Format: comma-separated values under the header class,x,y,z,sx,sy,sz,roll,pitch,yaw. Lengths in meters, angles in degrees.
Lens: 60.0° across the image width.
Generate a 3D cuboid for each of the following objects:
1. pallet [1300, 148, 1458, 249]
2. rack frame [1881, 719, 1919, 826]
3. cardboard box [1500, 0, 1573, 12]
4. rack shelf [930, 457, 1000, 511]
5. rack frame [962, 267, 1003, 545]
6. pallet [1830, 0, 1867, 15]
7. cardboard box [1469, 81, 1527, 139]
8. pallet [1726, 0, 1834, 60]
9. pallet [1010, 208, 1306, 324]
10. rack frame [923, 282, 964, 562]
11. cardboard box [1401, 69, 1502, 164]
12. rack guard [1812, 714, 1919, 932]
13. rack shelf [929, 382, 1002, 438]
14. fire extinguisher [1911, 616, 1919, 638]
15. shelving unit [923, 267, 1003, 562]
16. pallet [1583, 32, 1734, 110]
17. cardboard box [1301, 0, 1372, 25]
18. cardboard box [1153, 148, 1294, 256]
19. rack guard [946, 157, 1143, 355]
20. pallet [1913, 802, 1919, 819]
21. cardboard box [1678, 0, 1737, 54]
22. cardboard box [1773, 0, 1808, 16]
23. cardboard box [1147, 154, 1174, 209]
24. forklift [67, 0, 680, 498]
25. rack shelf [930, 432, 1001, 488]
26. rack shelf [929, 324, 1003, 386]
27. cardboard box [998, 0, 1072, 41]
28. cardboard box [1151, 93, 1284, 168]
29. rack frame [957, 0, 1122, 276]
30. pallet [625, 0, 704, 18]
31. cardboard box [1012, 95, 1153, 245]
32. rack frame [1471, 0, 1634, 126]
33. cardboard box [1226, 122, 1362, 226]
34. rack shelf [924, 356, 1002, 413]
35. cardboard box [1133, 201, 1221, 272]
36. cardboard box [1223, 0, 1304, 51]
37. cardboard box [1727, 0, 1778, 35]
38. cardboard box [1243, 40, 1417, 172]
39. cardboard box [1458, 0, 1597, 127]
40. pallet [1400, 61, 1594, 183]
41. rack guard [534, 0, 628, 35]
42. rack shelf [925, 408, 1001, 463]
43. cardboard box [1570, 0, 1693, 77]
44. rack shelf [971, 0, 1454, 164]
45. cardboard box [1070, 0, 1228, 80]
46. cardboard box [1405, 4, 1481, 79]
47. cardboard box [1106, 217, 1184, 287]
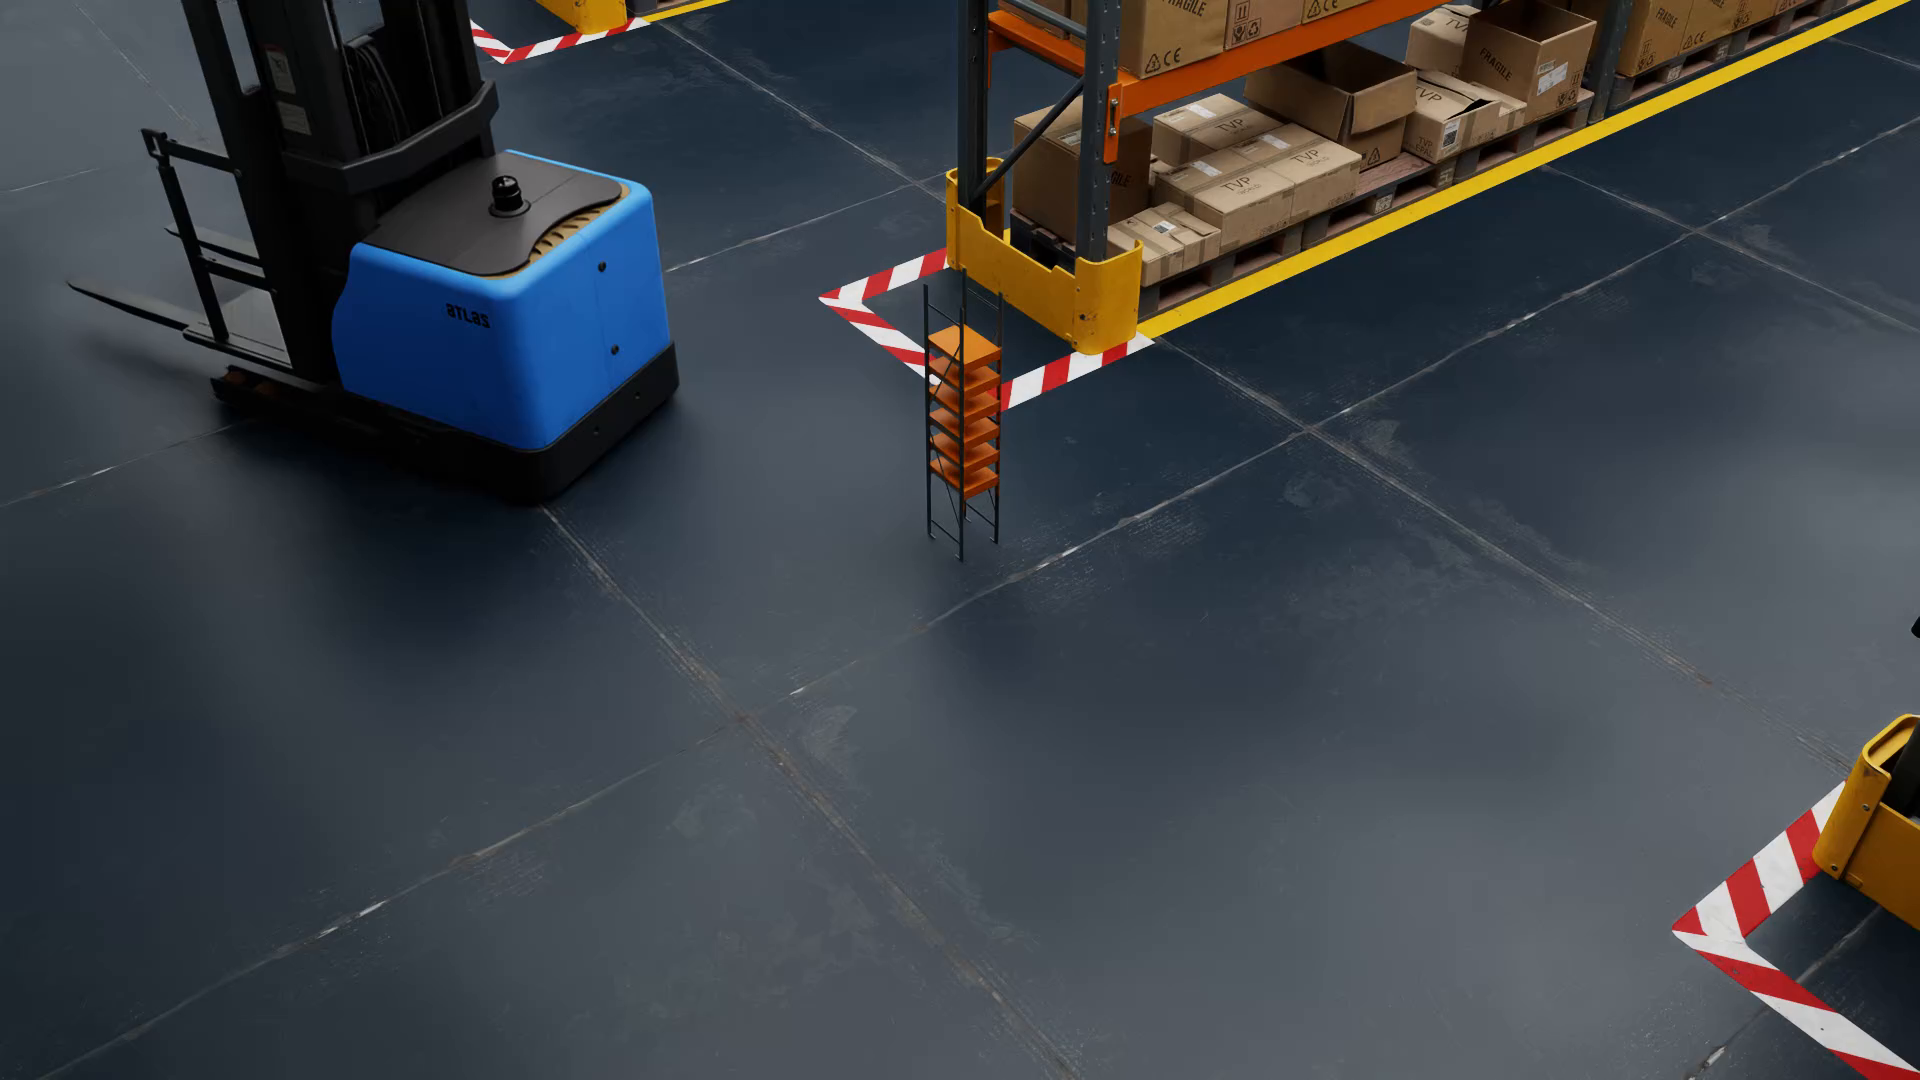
class,x,y,z,sx,sy,sz,roll,pitch,yaw
pallet,1.995,-2.089,9.294,1.213,0.211,1.003,-26,46,-28
rack frame,3.358,0.129,4.391,0.127,3.000,1.000,-26,46,-28
cardboard box,3.724,-3.445,10.372,0.500,0.500,0.500,-26,46,-28
rack shelf,0.011,-0.250,6.720,0.180,0.103,0.258,-26,46,-28
rack frame,0.084,-0.505,6.583,0.006,1.200,0.240,-26,46,-28
pallet,6.064,-4.105,11.751,1.213,0.211,1.003,-26,46,-28
cardboard box,2.968,-2.437,9.419,0.250,0.149,0.380,-26,46,-28
pallet,5.098,-3.636,11.179,1.213,0.211,1.003,-26,46,-28
pallet,1.028,-1.621,8.723,1.213,0.211,1.003,-26,46,-28
rack frame,-0.061,-0.434,6.496,0.006,1.200,0.240,-26,46,-28
cardboard box,2.634,-2.385,9.228,0.500,0.311,0.500,-26,46,-28
rack guard,3.339,1.105,5.173,0.348,0.500,1.175,-26,46,-28
rack shelf,0.011,-0.528,6.492,0.180,0.103,0.258,-26,46,-28
fire extinguisher,2.957,0.129,4.746,0.183,0.674,0.296,-26,46,-28
shelving unit,0.011,-0.469,6.540,0.189,1.200,0.258,-26,46,-28
pallet,4.130,-3.162,10.601,1.213,0.211,1.003,-26,46,-28
cardboard box,1.654,-2.833,7.923,0.500,0.500,0.500,-26,46,-28
cardboard box,1.337,-1.729,8.476,0.500,0.250,0.500,-26,46,-28
rack guard,0.397,-1.424,8.255,0.348,0.500,1.175,-26,46,-28
pallet,3.944,0.859,5.700,1.213,0.211,1.003,-26,46,-28
cardboard box,4.456,-3.387,10.300,0.500,0.500,0.500,-25,46,-28
cardboard box,5.258,-3.771,10.769,0.500,0.500,0.500,-28,47,-30
cardboard box,0.993,-1.881,8.728,0.250,0.166,0.380,-26,46,-28
forklift,-2.845,-1.964,6.997,3.031,2.935,1.130,18,43,21
rack shelf,0.011,-0.342,6.644,0.180,0.103,0.258,-26,46,-28
rack shelf,0.011,-0.713,6.339,0.180,0.103,0.258,-26,46,-28
cardboard box,0.526,-2.709,7.772,0.500,0.500,0.500,-25,45,-27
cardboard box,1.389,-2.154,8.995,0.500,0.250,0.500,-26,46,-28
rack frame,0.336,-2.361,7.426,0.127,3.000,1.000,-26,46,-28
pallet,-2.002,-4.074,11.714,1.213,0.211,1.003,-26,46,-28
cardboard box,0.617,-1.898,8.487,0.500,0.500,0.500,-26,46,-28
rack frame,3.508,-3.907,9.311,0.127,3.000,1.000,-26,46,-28
cardboard box,1.733,-1.922,8.712,0.500,0.250,0.500,-26,46,-28
rack shelf,0.011,-0.621,6.416,0.180,0.103,0.258,-26,46,-28
cardboard box,1.076,-1.521,8.290,0.250,0.166,0.380,-26,46,-28
cardboard box,1.255,-2.640,7.688,0.500,0.500,0.500,-26,46,-28
cardboard box,4.857,-3.576,10.531,0.500,0.500,0.500,-25,46,-28
cardboard box,2.021,-2.383,9.075,0.637,0.503,0.797,-26,46,-28
cardboard box,3.229,-2.748,9.522,0.500,0.500,0.500,-26,46,-28
pallet,2.963,-2.564,9.872,1.213,0.211,1.003,-26,46,-28
rack guard,-2.690,-3.871,11.238,0.348,0.500,1.175,-26,46,-28
rack shelf,0.011,-0.435,6.568,0.180,0.103,0.258,-26,46,-28
cardboard box,4.040,-3.175,10.042,0.500,0.500,0.500,-28,47,-30
rack shelf,1.922,-2.856,8.596,4.000,0.370,1.077,-26,46,-28
cardboard box,0.849,-2.438,7.442,0.500,0.500,0.500,-25,46,-27
cardboard box,3.043,-2.984,9.959,0.500,0.311,0.500,-26,46,-28
cardboard box,0.878,-1.418,8.177,0.250,0.149,0.380,-26,46,-28
